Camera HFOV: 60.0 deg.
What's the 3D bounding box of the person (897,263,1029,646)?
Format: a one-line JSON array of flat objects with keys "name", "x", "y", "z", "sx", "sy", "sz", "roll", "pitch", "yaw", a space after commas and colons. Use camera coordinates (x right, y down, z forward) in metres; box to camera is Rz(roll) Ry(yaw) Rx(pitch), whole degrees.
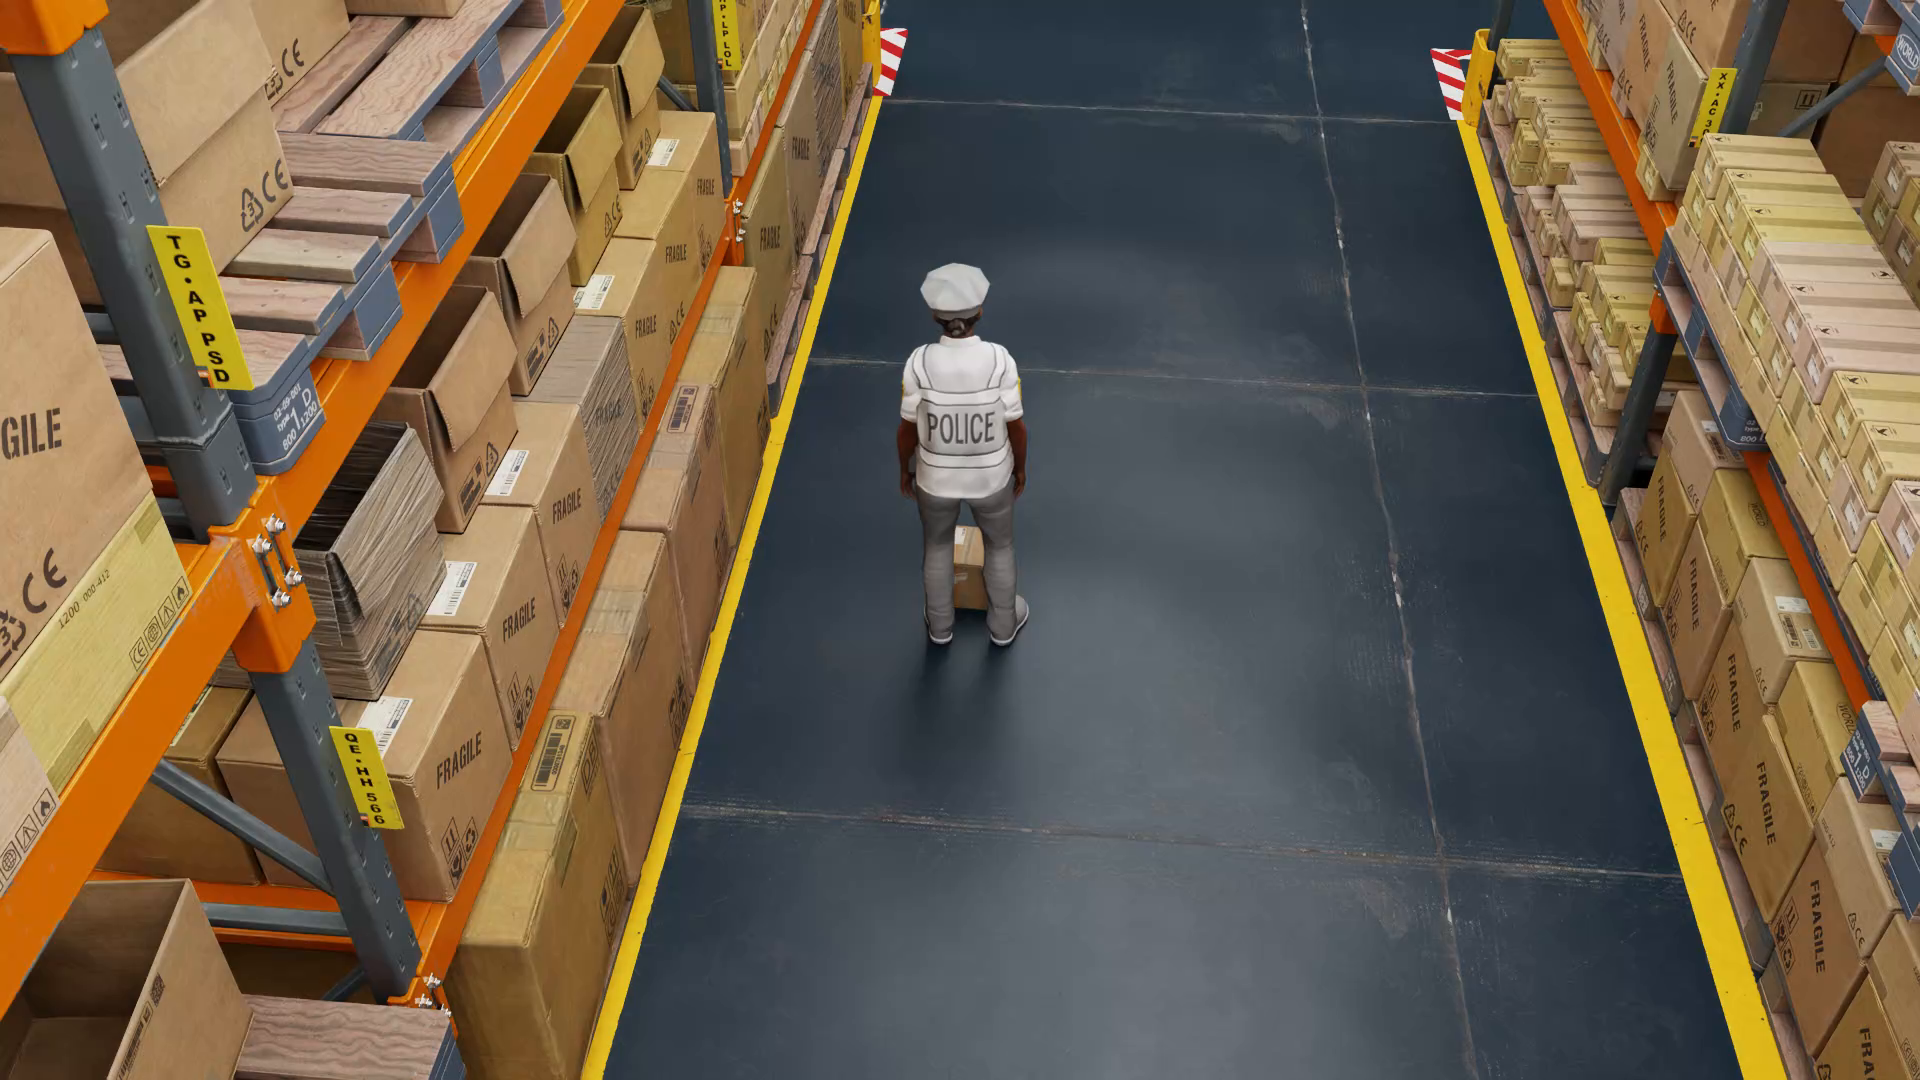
[{"name": "person", "x": 0.025, "y": -0.265, "z": 6.469, "sx": 0.530, "sy": 1.659, "sz": 0.398, "roll": 1, "pitch": 40, "yaw": 1}]
